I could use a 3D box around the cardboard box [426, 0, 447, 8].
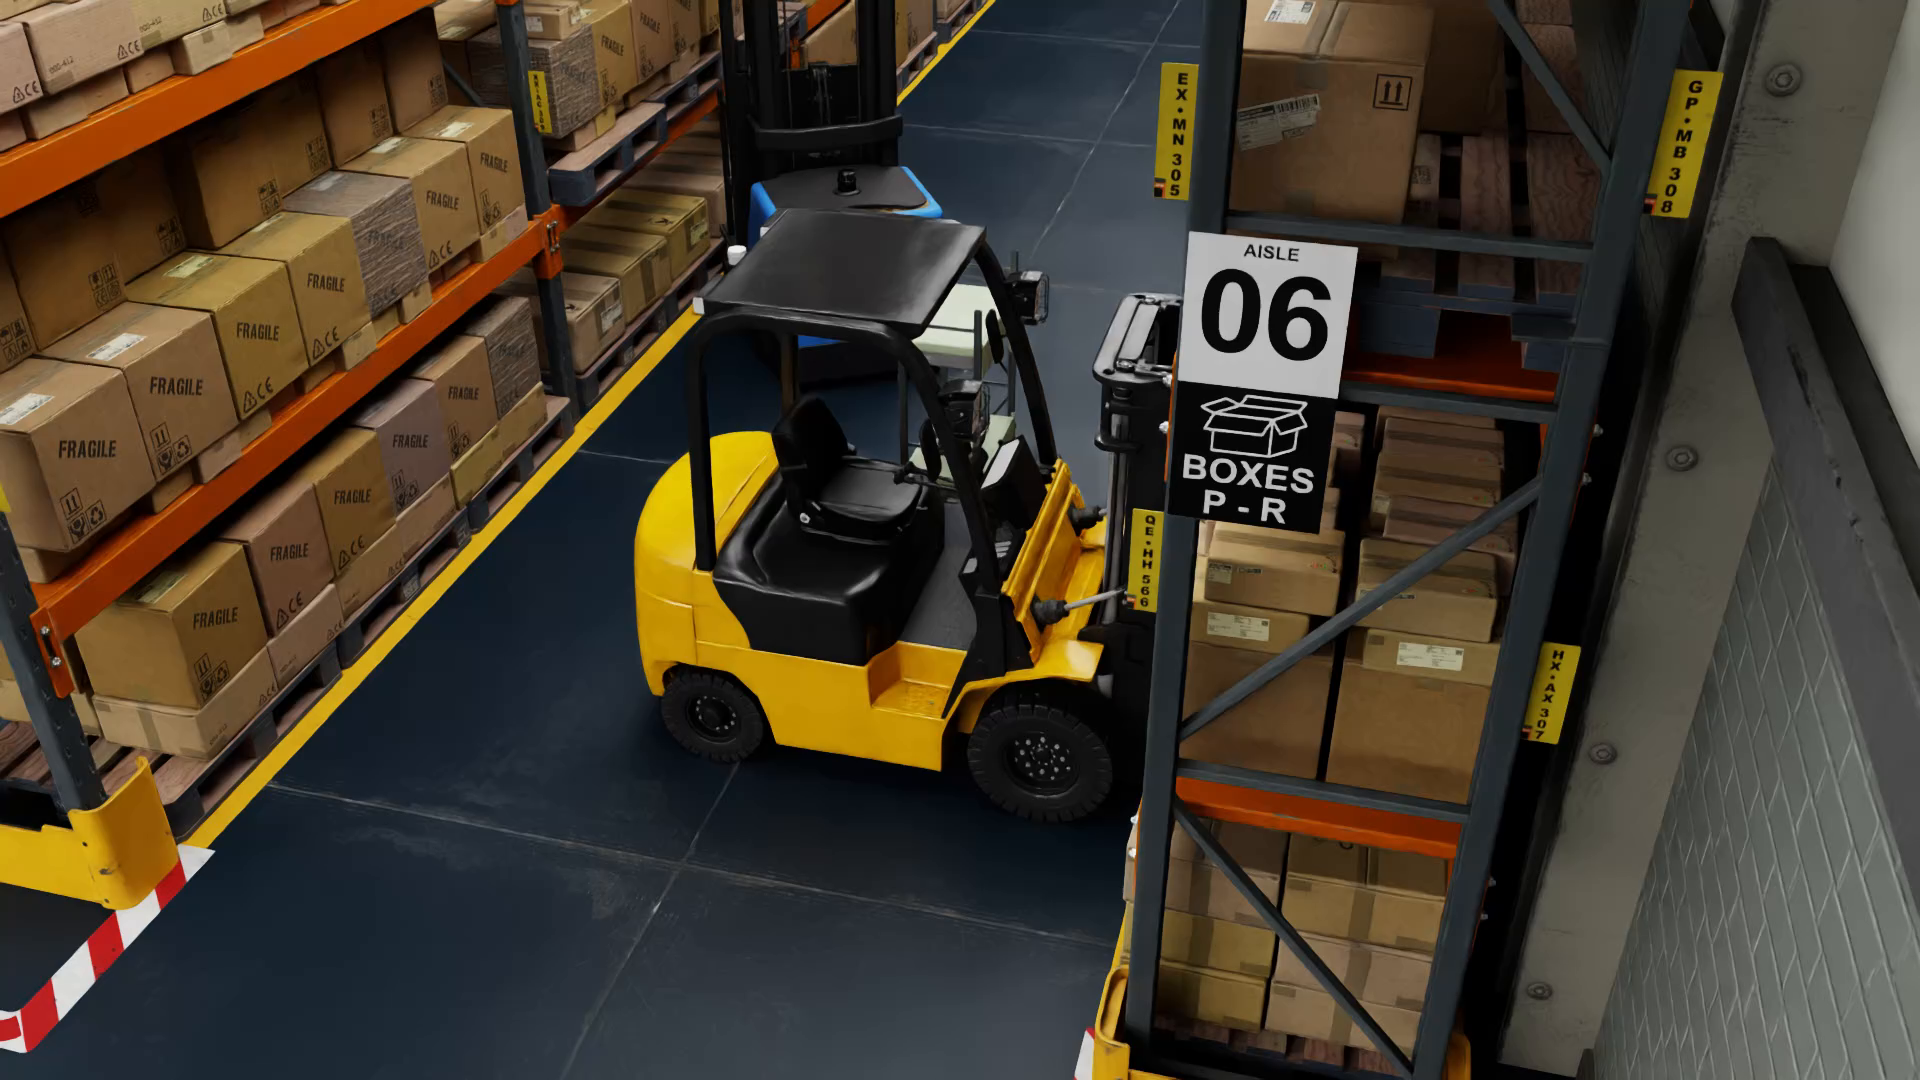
[{"bbox_3d":[-5.479,-5.497,16.540,0.500,0.500,0.500,7,33,11],"label":"cardboard box"}]

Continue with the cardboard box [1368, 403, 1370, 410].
[{"bbox_3d":[1.949,-0.595,6.797,0.500,0.500,0.500,7,33,11],"label":"cardboard box"}]

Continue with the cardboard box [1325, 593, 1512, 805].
[{"bbox_3d":[1.430,0.468,5.125,0.500,0.500,0.500,9,34,14],"label":"cardboard box"}]

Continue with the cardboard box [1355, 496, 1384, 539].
[{"bbox_3d":[1.445,0.005,5.249,0.380,0.149,0.250,7,33,12],"label":"cardboard box"}]

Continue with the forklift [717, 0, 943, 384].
[{"bbox_3d":[-1.011,-2.969,10.689,1.130,2.935,3.031,-10,34,-15],"label":"forklift"}]

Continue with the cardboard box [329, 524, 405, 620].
[{"bbox_3d":[-3.031,0.109,7.955,0.500,0.250,0.500,10,34,16],"label":"cardboard box"}]

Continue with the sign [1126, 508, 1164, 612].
[{"bbox_3d":[0.515,0.059,4.561,0.100,0.325,0.005,8,33,12],"label":"sign"}]

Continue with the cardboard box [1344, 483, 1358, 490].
[{"bbox_3d":[1.177,-0.138,6.078,0.500,0.500,0.500,7,33,11],"label":"cardboard box"}]

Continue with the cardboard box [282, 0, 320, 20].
[{"bbox_3d":[-2.959,-2.320,7.042,0.380,0.149,0.250,9,33,13],"label":"cardboard box"}]

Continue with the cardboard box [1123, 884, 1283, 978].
[{"bbox_3d":[0.857,1.206,5.763,0.500,0.250,0.500,8,33,12],"label":"cardboard box"}]

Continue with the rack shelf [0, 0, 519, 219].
[{"bbox_3d":[-3.259,-1.945,6.888,1.077,0.370,4.000,8,33,12],"label":"rack shelf"}]

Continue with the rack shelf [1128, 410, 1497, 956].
[{"bbox_3d":[1.544,-0.005,6.633,1.077,0.370,4.000,8,33,12],"label":"rack shelf"}]

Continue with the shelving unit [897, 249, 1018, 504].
[{"bbox_3d":[-0.002,-0.629,8.342,0.431,1.500,0.755,8,33,12],"label":"shelving unit"}]

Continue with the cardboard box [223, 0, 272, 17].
[{"bbox_3d":[-2.987,-2.292,6.626,0.500,0.250,0.500,9,33,13],"label":"cardboard box"}]

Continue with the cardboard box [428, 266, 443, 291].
[{"bbox_3d":[-2.813,-1.324,8.271,0.380,0.149,0.250,8,33,12],"label":"cardboard box"}]

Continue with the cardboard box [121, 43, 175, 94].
[{"bbox_3d":[-3.185,-1.784,6.199,0.380,0.149,0.250,7,33,11],"label":"cardboard box"}]

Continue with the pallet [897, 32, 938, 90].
[{"bbox_3d":[-0.844,-4.585,15.765,1.003,0.211,1.213,8,33,12],"label":"pallet"}]

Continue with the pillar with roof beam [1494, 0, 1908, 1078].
[{"bbox_3d":[-2.079,-2.627,4.495,9.100,9.000,0.400,8,33,12],"label":"pillar with roof beam"}]

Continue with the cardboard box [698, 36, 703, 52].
[{"bbox_3d":[-1.924,-3.292,10.975,0.380,0.149,0.250,8,33,13],"label":"cardboard box"}]

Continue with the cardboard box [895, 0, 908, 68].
[{"bbox_3d":[-1.022,-4.650,14.858,0.875,0.875,0.875,9,34,14],"label":"cardboard box"}]

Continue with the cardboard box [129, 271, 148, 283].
[{"bbox_3d":[-3.633,-0.950,7.078,0.500,0.500,0.500,8,33,12],"label":"cardboard box"}]

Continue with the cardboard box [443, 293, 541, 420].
[{"bbox_3d":[-2.642,-1.010,9.016,0.500,0.500,0.500,8,33,12],"label":"cardboard box"}]

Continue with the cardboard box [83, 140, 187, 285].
[{"bbox_3d":[-3.682,-1.370,6.806,0.700,0.500,0.500,8,33,12],"label":"cardboard box"}]

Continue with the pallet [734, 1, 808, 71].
[{"bbox_3d":[-1.814,-3.631,11.845,1.213,0.211,1.003,8,33,12],"label":"pallet"}]

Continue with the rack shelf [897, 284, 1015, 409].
[{"bbox_3d":[-0.002,-0.959,8.133,0.431,0.370,0.720,8,33,12],"label":"rack shelf"}]

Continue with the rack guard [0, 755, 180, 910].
[{"bbox_3d":[-3.747,1.071,6.600,1.175,0.500,0.348,8,33,12],"label":"rack guard"}]

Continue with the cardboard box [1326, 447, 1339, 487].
[{"bbox_3d":[0.996,-0.199,5.292,0.380,0.149,0.250,9,33,13],"label":"cardboard box"}]

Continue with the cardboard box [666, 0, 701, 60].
[{"bbox_3d":[-1.969,-3.353,10.466,0.500,0.500,0.500,7,33,10],"label":"cardboard box"}]

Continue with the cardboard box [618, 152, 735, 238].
[{"bbox_3d":[-2.068,-2.489,11.927,0.950,0.372,0.625,7,33,11],"label":"cardboard box"}]

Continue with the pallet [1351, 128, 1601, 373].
[{"bbox_3d":[1.241,-0.863,4.598,1.003,0.211,1.213,8,33,12],"label":"pallet"}]

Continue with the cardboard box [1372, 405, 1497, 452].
[{"bbox_3d":[1.600,-0.394,5.599,0.380,0.149,0.250,9,34,14],"label":"cardboard box"}]

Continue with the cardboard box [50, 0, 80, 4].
[{"bbox_3d":[-3.171,-1.972,5.751,0.380,0.149,0.250,8,33,12],"label":"cardboard box"}]

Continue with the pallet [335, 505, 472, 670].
[{"bbox_3d":[-3.195,0.145,8.326,1.003,0.211,1.213,8,33,12],"label":"pallet"}]

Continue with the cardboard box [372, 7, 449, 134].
[{"bbox_3d":[-3.072,-2.411,8.445,0.700,0.500,0.500,8,33,12],"label":"cardboard box"}]

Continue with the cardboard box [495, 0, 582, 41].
[{"bbox_3d":[-2.290,-2.835,9.047,0.380,0.149,0.250,8,33,12],"label":"cardboard box"}]

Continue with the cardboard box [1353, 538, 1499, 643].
[{"bbox_3d":[1.328,0.142,4.755,0.380,0.149,0.250,7,33,11],"label":"cardboard box"}]

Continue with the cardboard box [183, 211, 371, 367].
[{"bbox_3d":[-3.000,-1.119,7.344,0.500,0.500,0.500,7,33,11],"label":"cardboard box"}]

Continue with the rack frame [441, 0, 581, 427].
[{"bbox_3d":[-2.751,-2.021,9.132,1.000,3.000,0.127,8,33,12],"label":"rack frame"}]

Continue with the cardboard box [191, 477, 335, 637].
[{"bbox_3d":[-3.160,0.057,7.338,0.500,0.500,0.500,7,33,11],"label":"cardboard box"}]

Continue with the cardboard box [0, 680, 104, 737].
[{"bbox_3d":[-3.815,0.570,7.229,0.500,0.250,0.500,8,33,12],"label":"cardboard box"}]

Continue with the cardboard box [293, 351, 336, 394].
[{"bbox_3d":[-3.037,-0.789,7.429,0.380,0.149,0.250,7,33,11],"label":"cardboard box"}]

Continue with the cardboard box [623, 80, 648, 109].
[{"bbox_3d":[-2.129,-2.749,10.121,0.380,0.149,0.250,9,33,13],"label":"cardboard box"}]

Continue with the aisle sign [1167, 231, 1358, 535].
[{"bbox_3d":[0.735,-0.374,4.119,0.394,0.787,0.004,8,33,12],"label":"aisle sign"}]

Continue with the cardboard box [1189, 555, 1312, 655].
[{"bbox_3d":[0.853,0.195,4.950,0.380,0.149,0.250,8,33,13],"label":"cardboard box"}]

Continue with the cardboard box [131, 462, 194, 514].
[{"bbox_3d":[-3.284,-0.247,6.576,0.380,0.149,0.250,7,33,11],"label":"cardboard box"}]

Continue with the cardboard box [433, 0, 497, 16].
[{"bbox_3d":[-2.731,-2.894,9.744,0.500,0.500,0.500,8,33,13],"label":"cardboard box"}]

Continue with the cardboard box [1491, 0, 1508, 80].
[{"bbox_3d":[1.455,-1.879,5.533,0.797,0.503,0.637,9,34,14],"label":"cardboard box"}]
